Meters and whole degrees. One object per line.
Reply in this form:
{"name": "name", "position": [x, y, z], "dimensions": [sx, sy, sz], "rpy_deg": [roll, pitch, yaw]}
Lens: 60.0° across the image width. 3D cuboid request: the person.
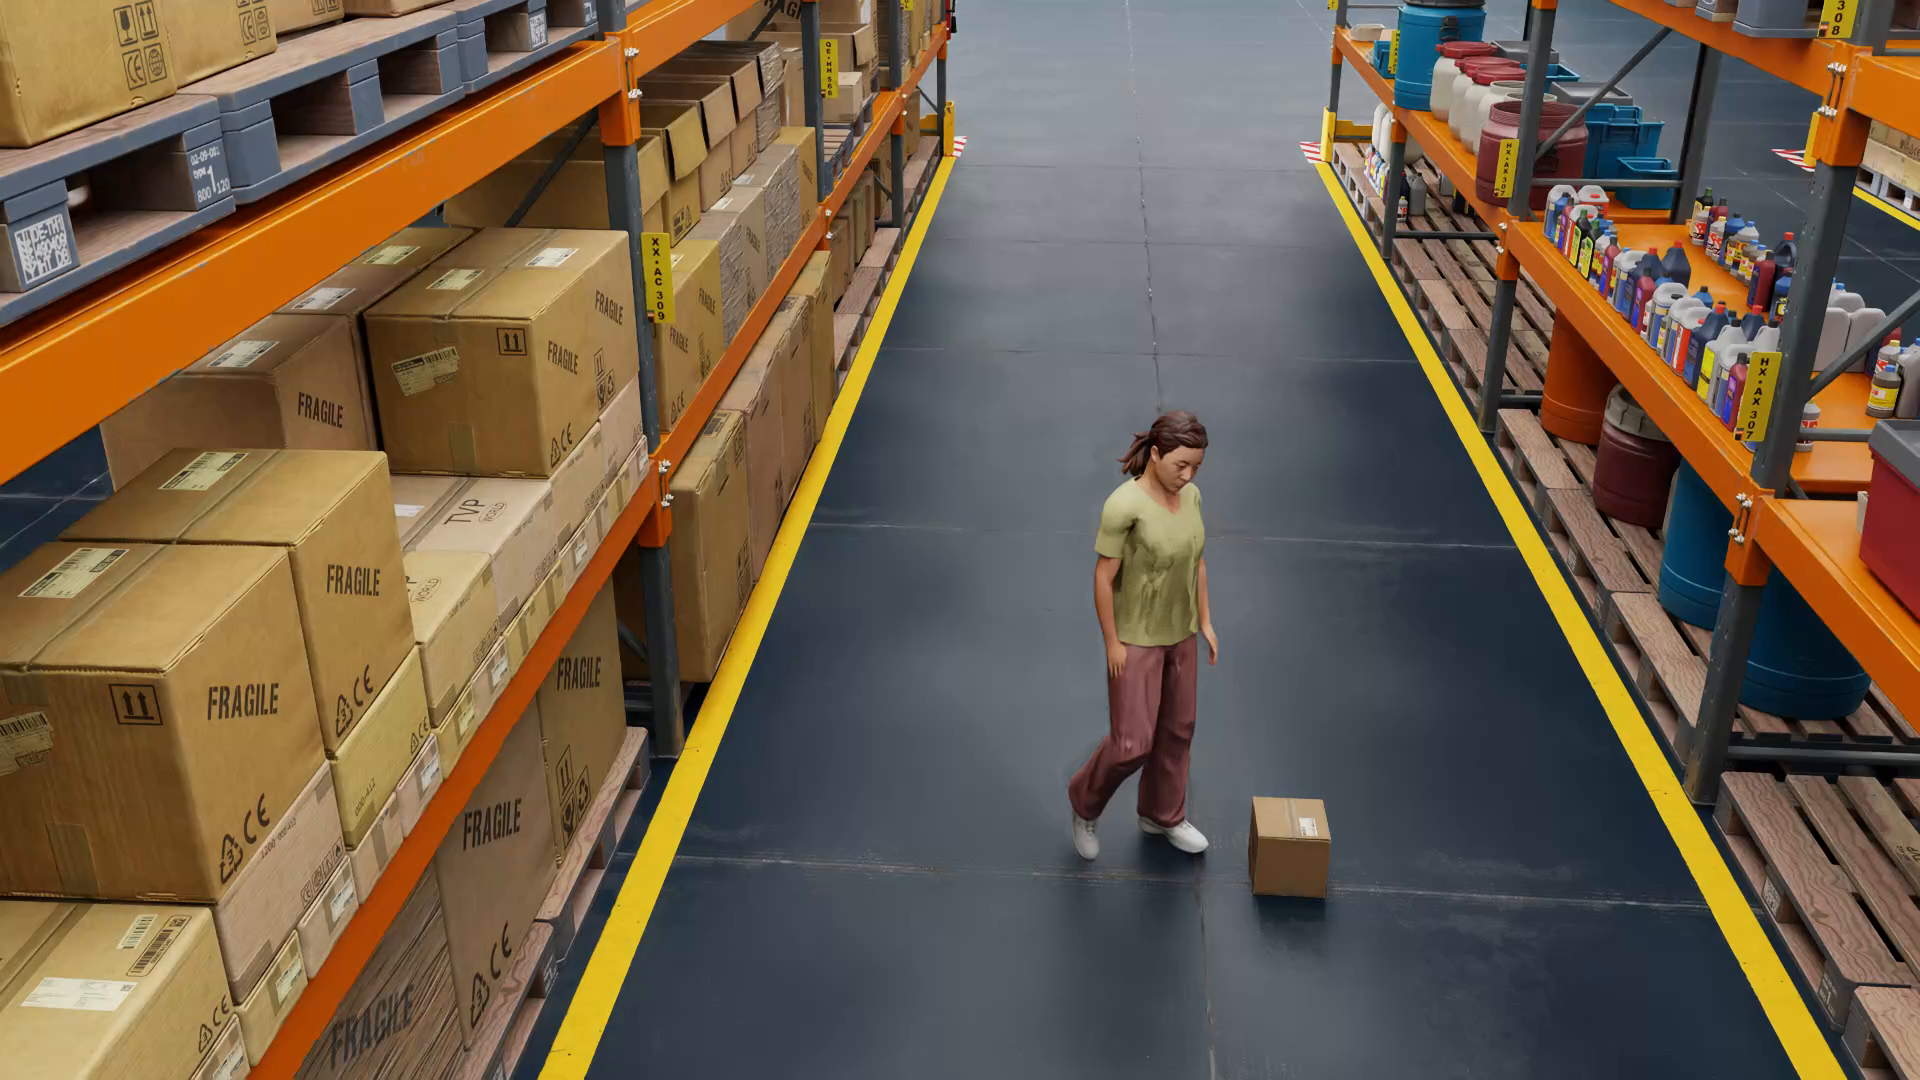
{"name": "person", "position": [0.659, 0.352, 5.803], "dimensions": [0.527, 1.677, 0.452], "rpy_deg": [-18, 30, -34]}
